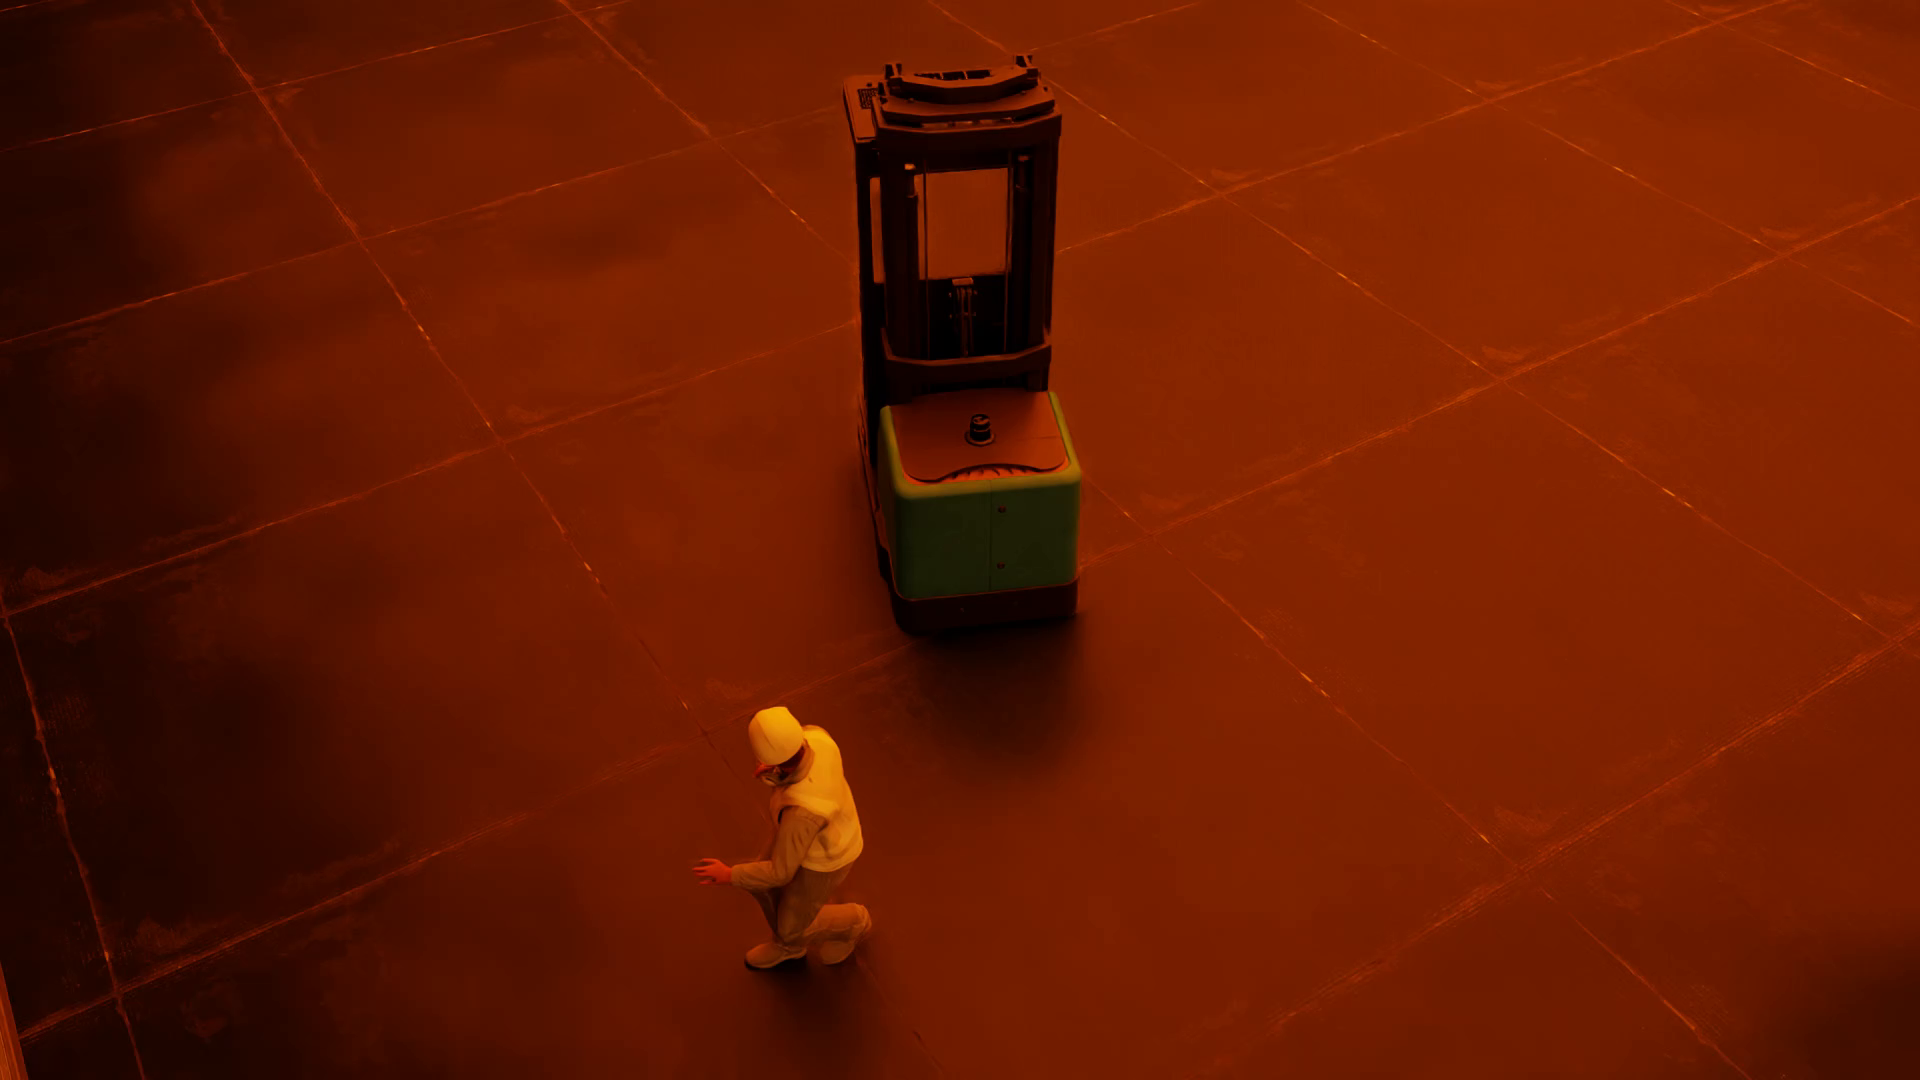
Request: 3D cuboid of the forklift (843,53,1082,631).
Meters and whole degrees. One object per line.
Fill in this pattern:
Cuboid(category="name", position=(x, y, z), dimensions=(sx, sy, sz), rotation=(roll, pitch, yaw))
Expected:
Cuboid(category="forklift", position=(-0.054, -1.560, 9.656), dimensions=(1.130, 2.935, 3.031), rotation=(-6, 41, -6))

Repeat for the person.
Cuboid(category="person", position=(-0.808, 1.312, 7.342), dimensions=(0.782, 1.651, 0.835), rotation=(-10, 42, -11))
